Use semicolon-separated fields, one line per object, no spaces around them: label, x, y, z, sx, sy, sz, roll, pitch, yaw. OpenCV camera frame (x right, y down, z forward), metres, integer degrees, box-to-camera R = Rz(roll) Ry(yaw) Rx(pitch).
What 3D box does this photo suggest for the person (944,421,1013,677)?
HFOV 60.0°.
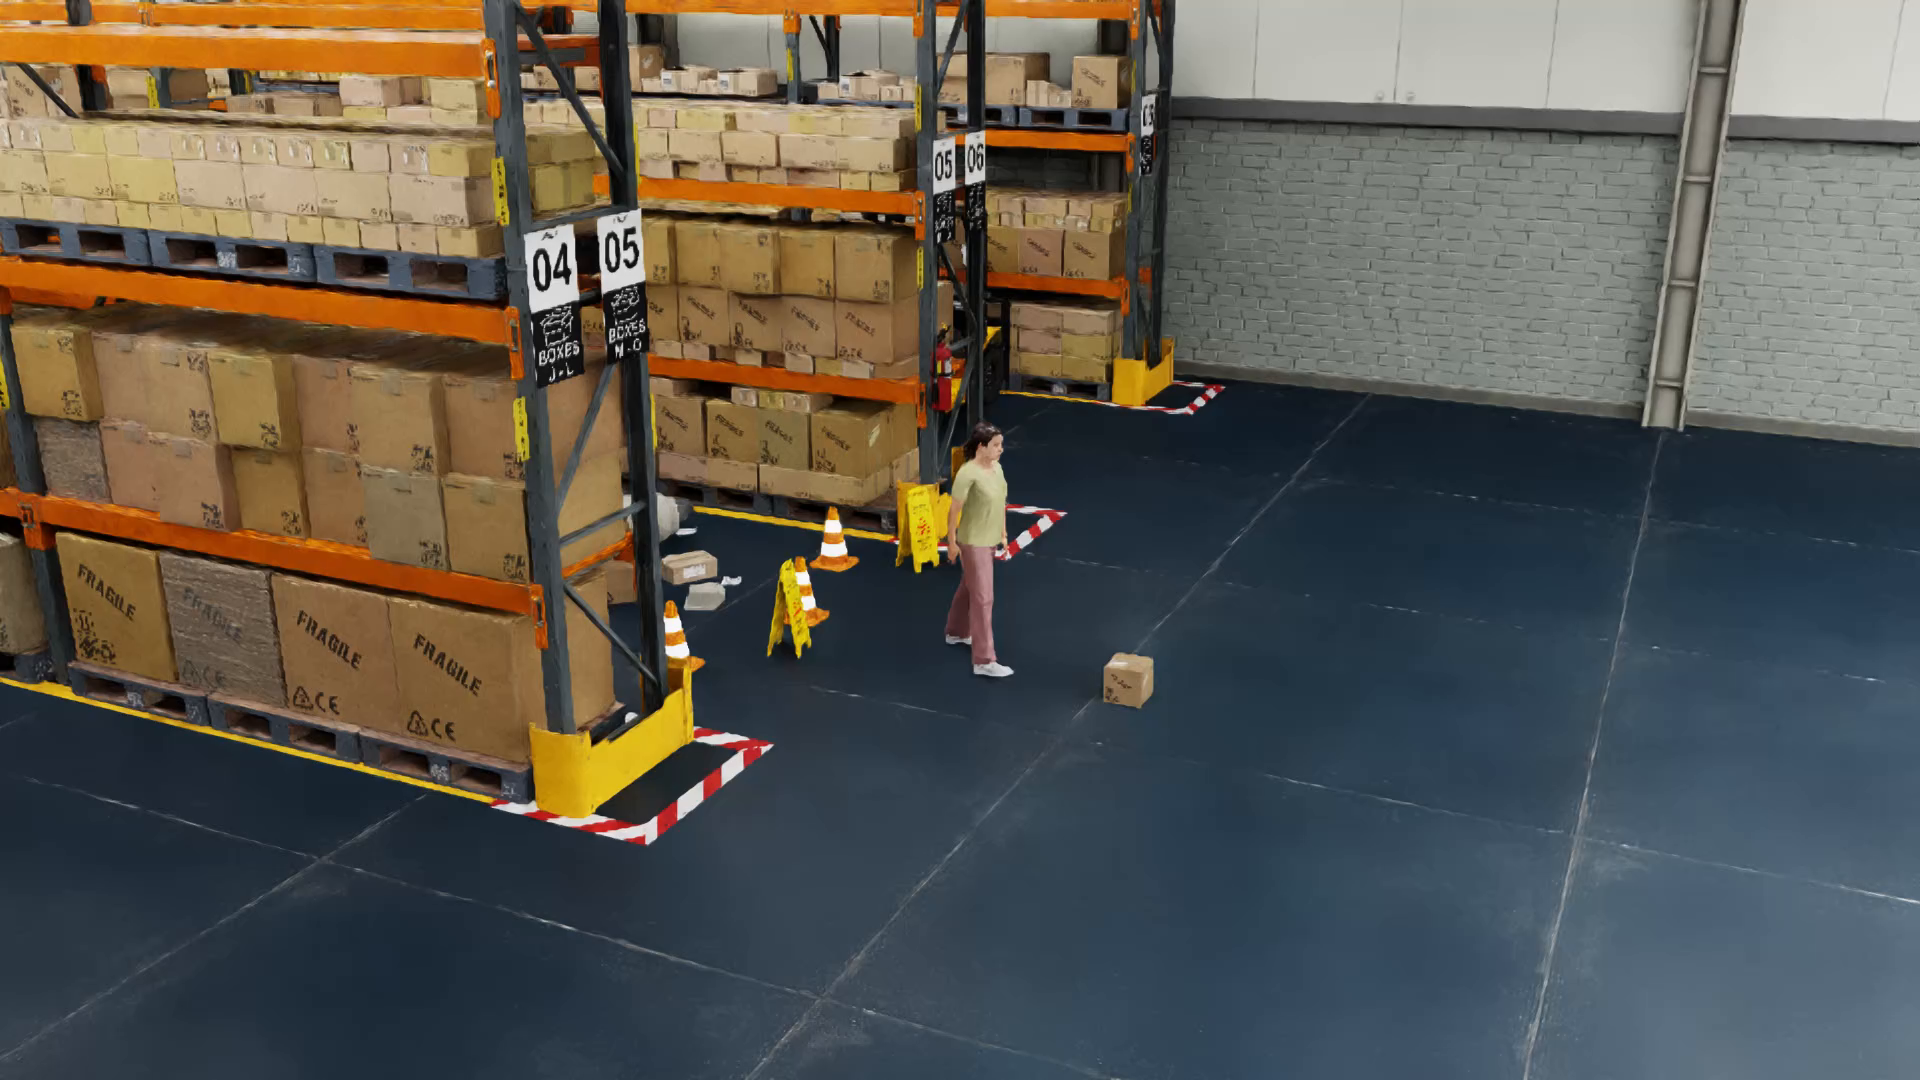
person;0.141;0.042;10.983;0.749;1.611;0.568;11;22;29
